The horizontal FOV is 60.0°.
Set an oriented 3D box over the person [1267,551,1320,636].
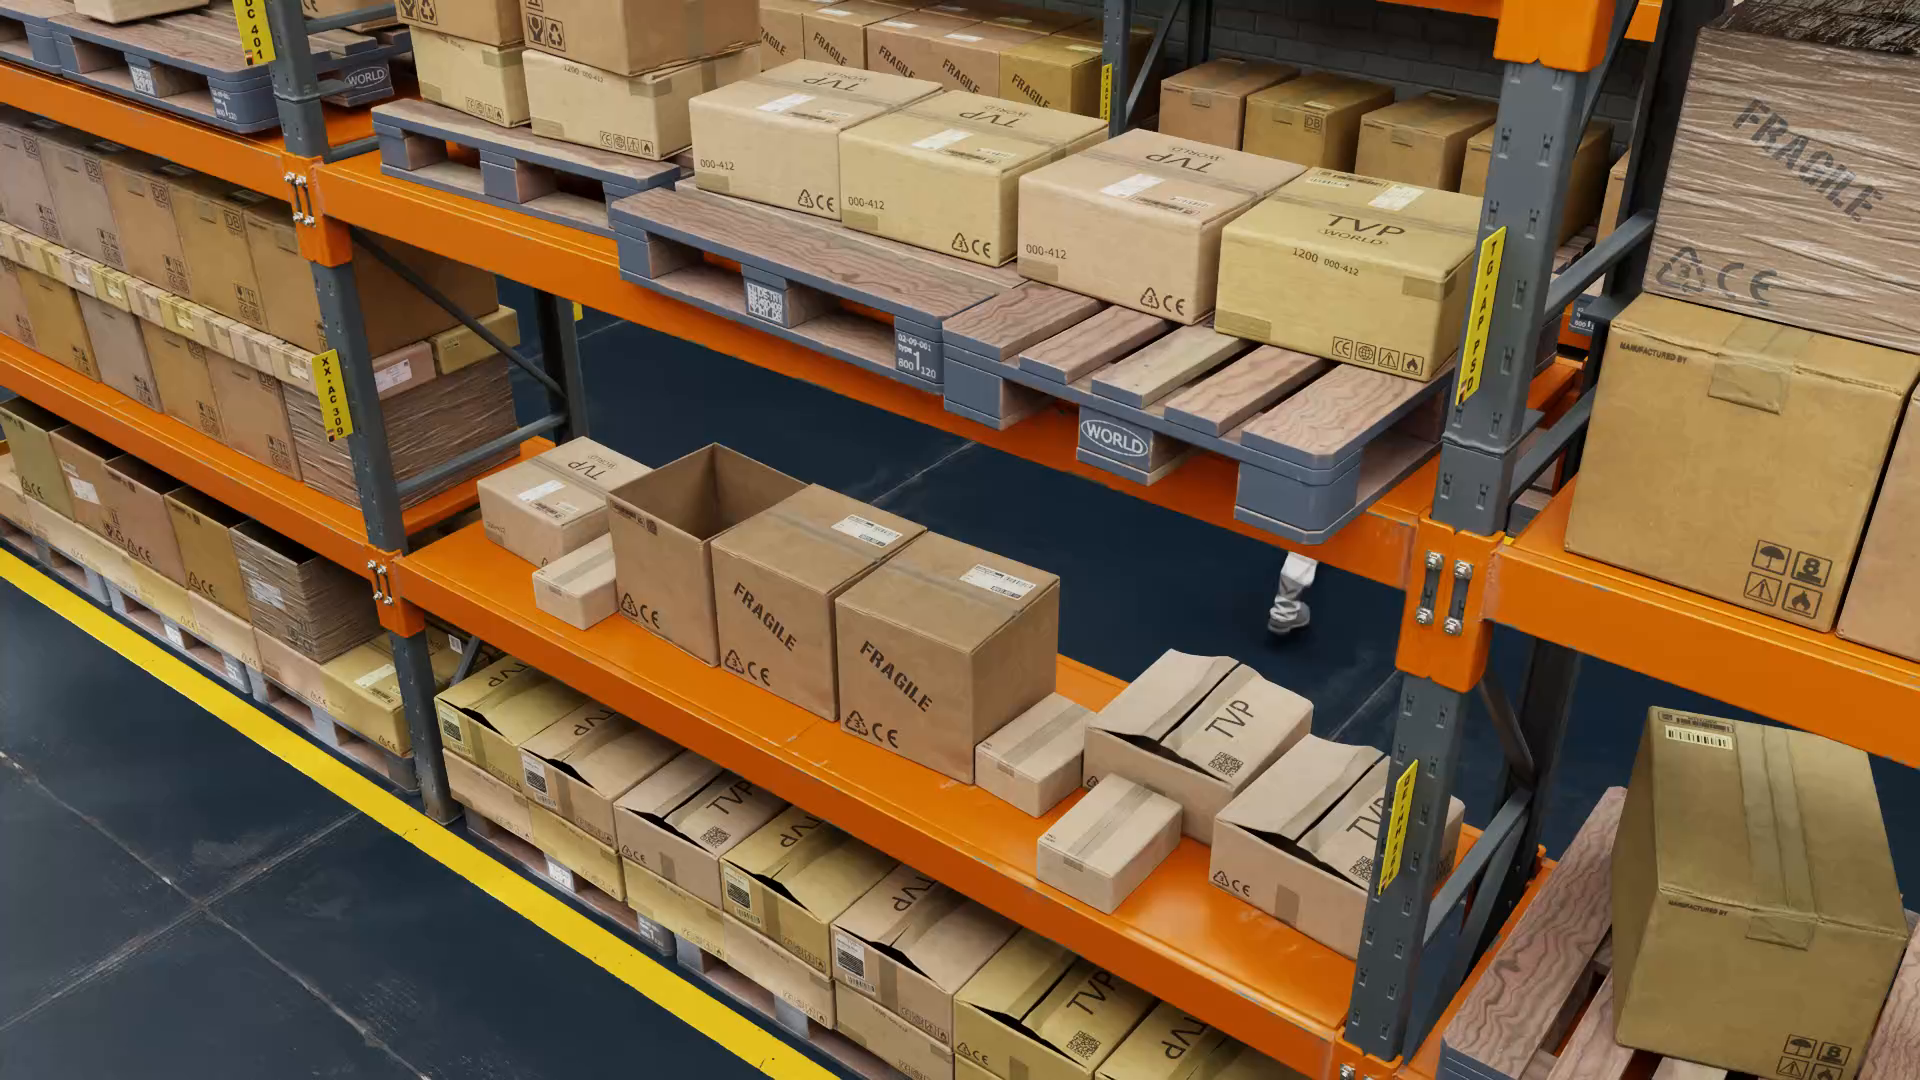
[{"bbox_3d":[1.750,-0.465,7.902,0.544,1.748,1.009,22,37,32],"label":"person"}]
